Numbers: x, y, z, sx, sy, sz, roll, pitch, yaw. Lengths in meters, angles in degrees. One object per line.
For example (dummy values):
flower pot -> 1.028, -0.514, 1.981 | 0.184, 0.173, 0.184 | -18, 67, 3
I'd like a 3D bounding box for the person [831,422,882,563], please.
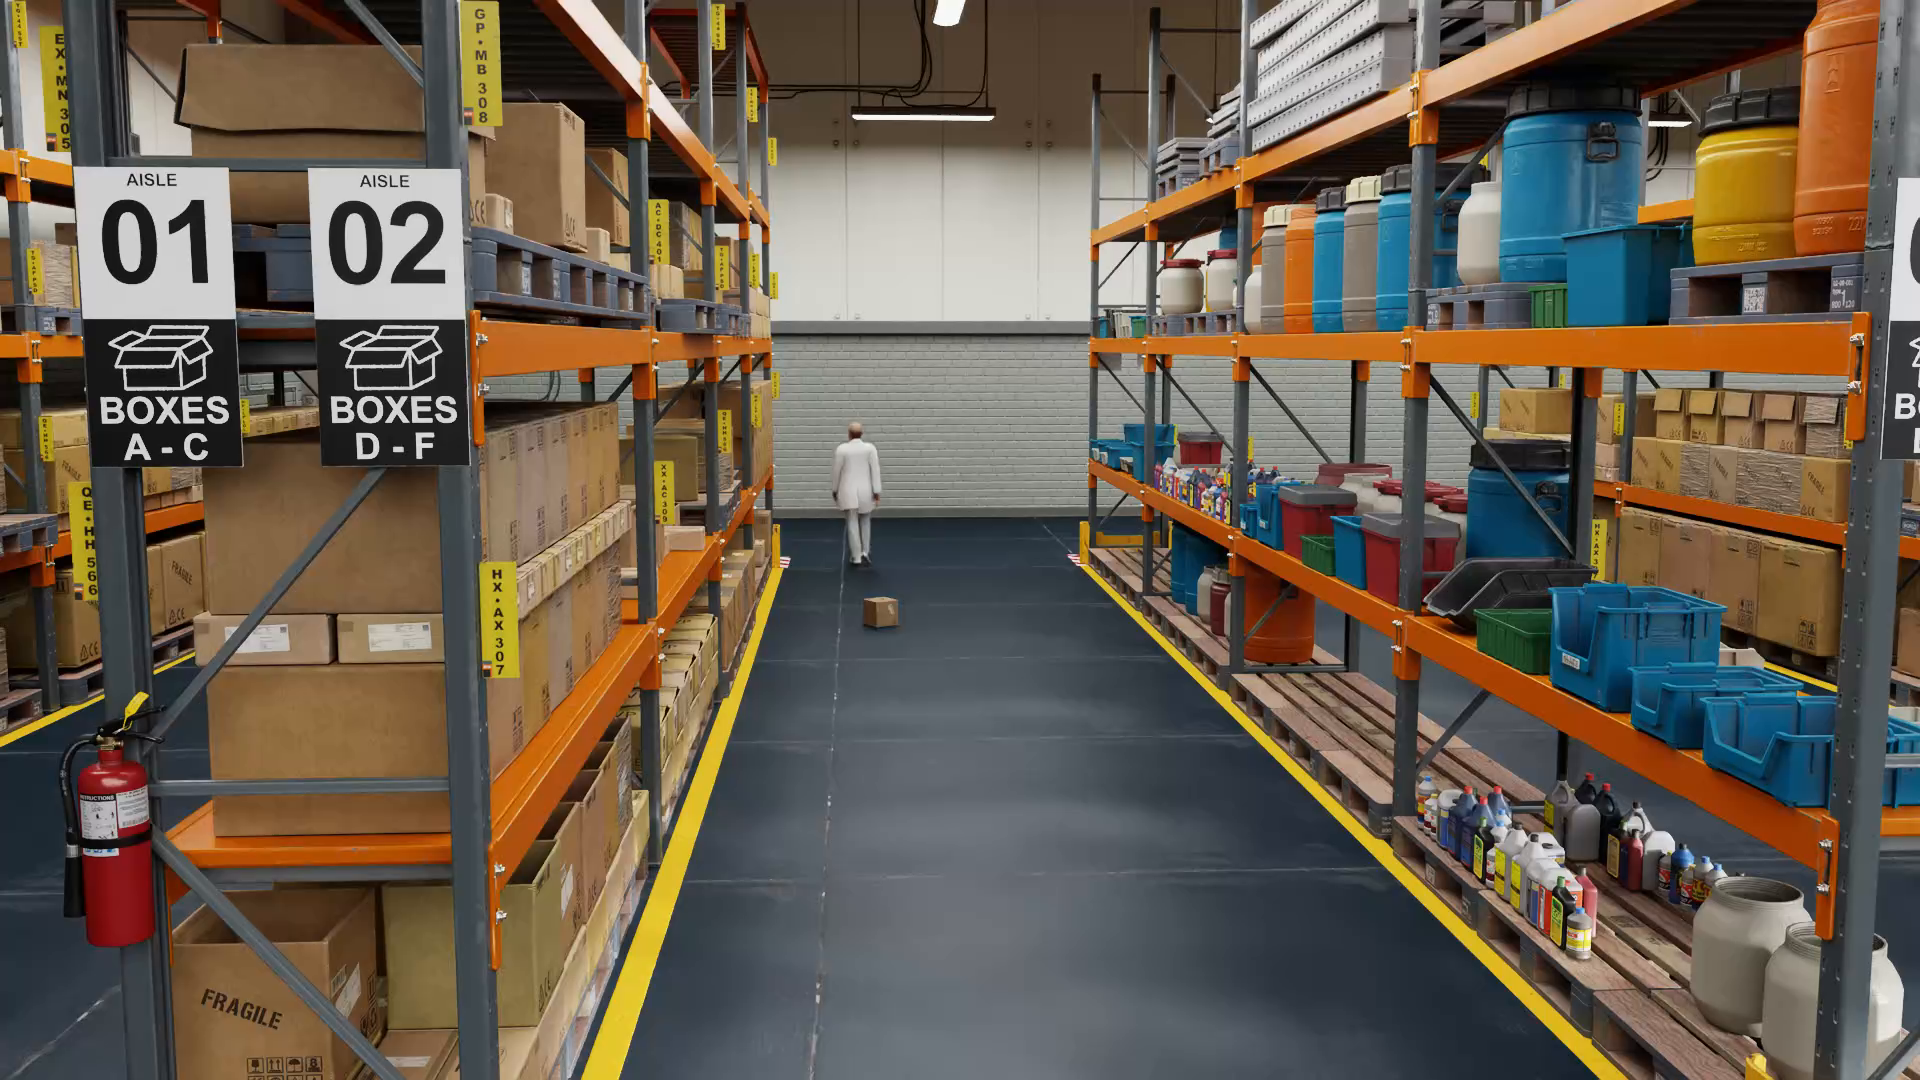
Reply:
person -> -1.315, -0.601, 20.843 | 0.611, 1.760, 0.942 | -2, 7, -13
